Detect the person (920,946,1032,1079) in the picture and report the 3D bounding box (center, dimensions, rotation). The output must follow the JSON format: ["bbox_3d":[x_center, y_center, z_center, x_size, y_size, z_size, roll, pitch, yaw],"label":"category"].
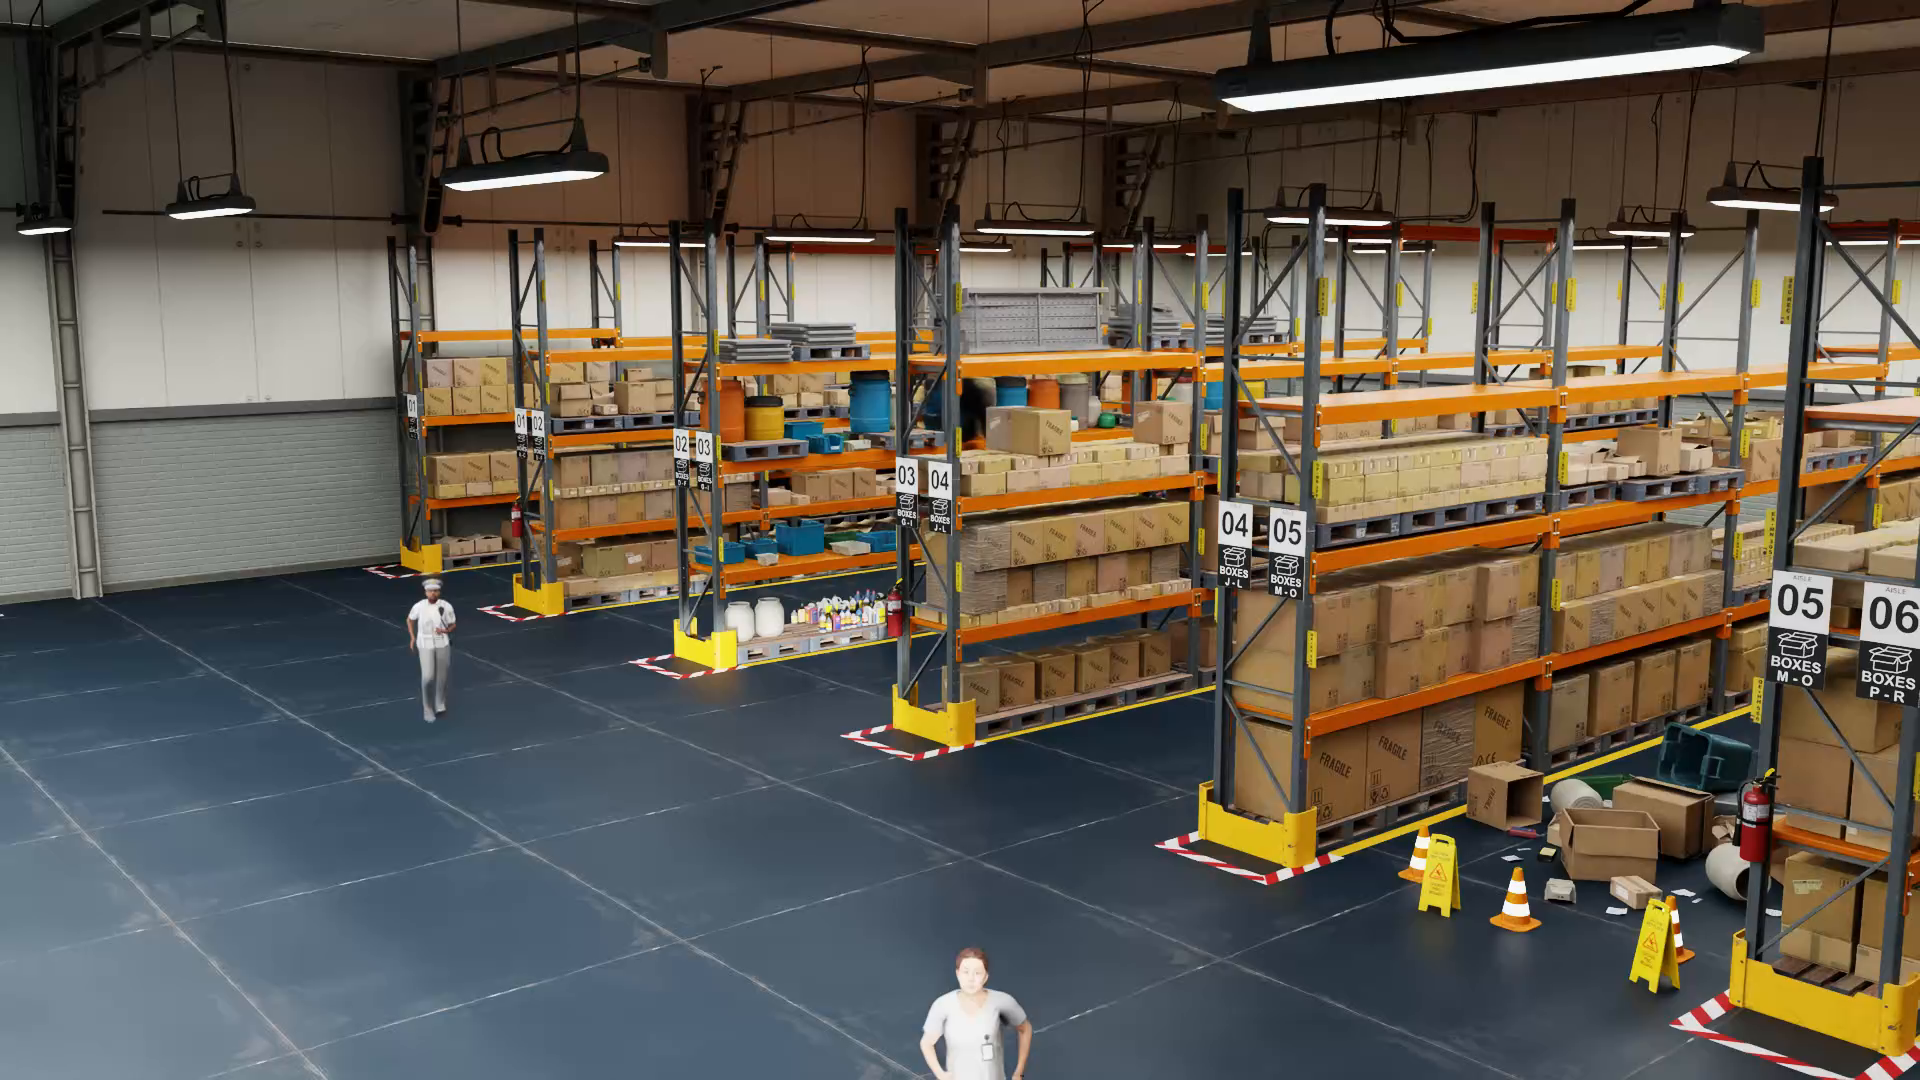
[{"bbox_3d":[0.081,2.999,9.021,0.601,1.634,0.578,1,9,5],"label":"person"}]

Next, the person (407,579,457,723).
[{"bbox_3d":[-6.266,1.309,19.797,0.542,1.731,0.702,-4,9,-22],"label":"person"}]

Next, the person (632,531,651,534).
[{"bbox_3d":[-5.621,-0.245,29.443,0.884,1.777,0.680,-8,12,-43],"label":"person"}]
